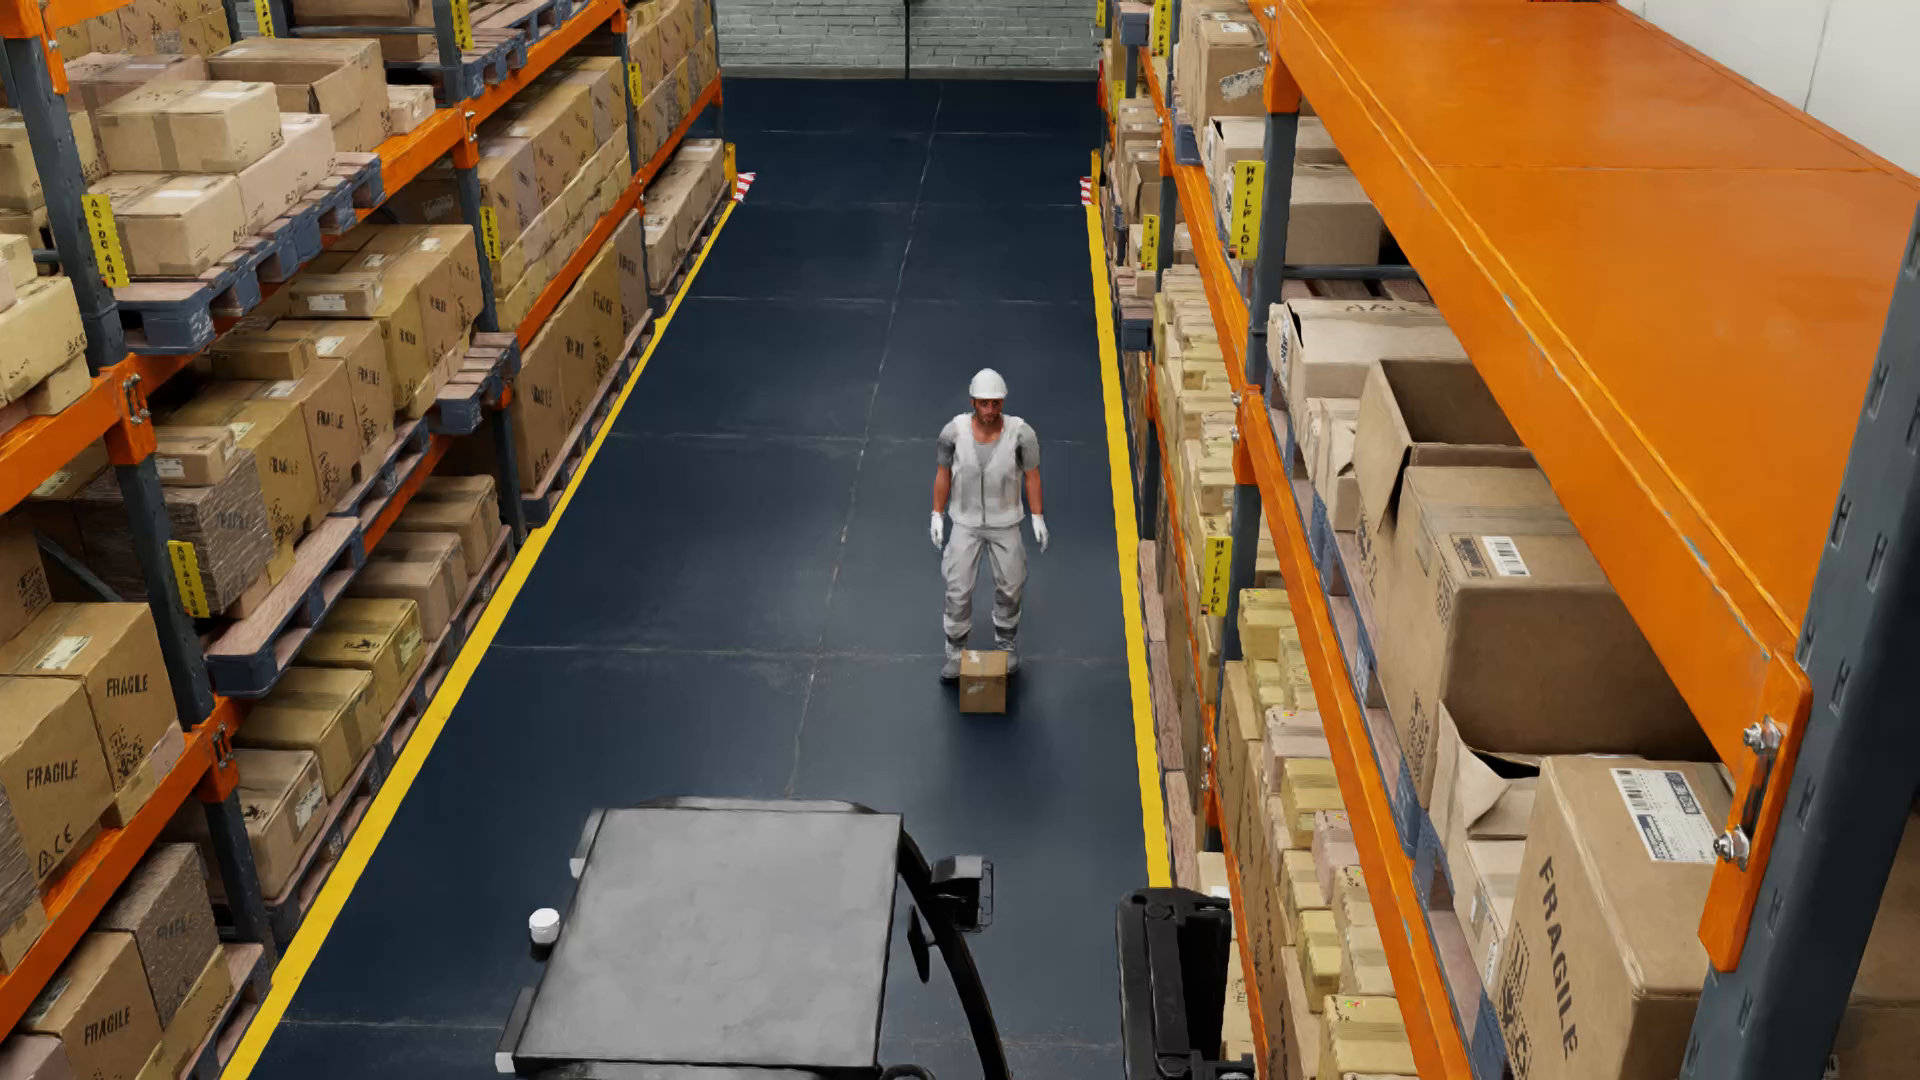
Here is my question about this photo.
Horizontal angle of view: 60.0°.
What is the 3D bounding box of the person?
[{"bbox_3d":[0.157,-0.067,8.989,0.649,1.773,0.484,2,28,3],"label":"person"}]
